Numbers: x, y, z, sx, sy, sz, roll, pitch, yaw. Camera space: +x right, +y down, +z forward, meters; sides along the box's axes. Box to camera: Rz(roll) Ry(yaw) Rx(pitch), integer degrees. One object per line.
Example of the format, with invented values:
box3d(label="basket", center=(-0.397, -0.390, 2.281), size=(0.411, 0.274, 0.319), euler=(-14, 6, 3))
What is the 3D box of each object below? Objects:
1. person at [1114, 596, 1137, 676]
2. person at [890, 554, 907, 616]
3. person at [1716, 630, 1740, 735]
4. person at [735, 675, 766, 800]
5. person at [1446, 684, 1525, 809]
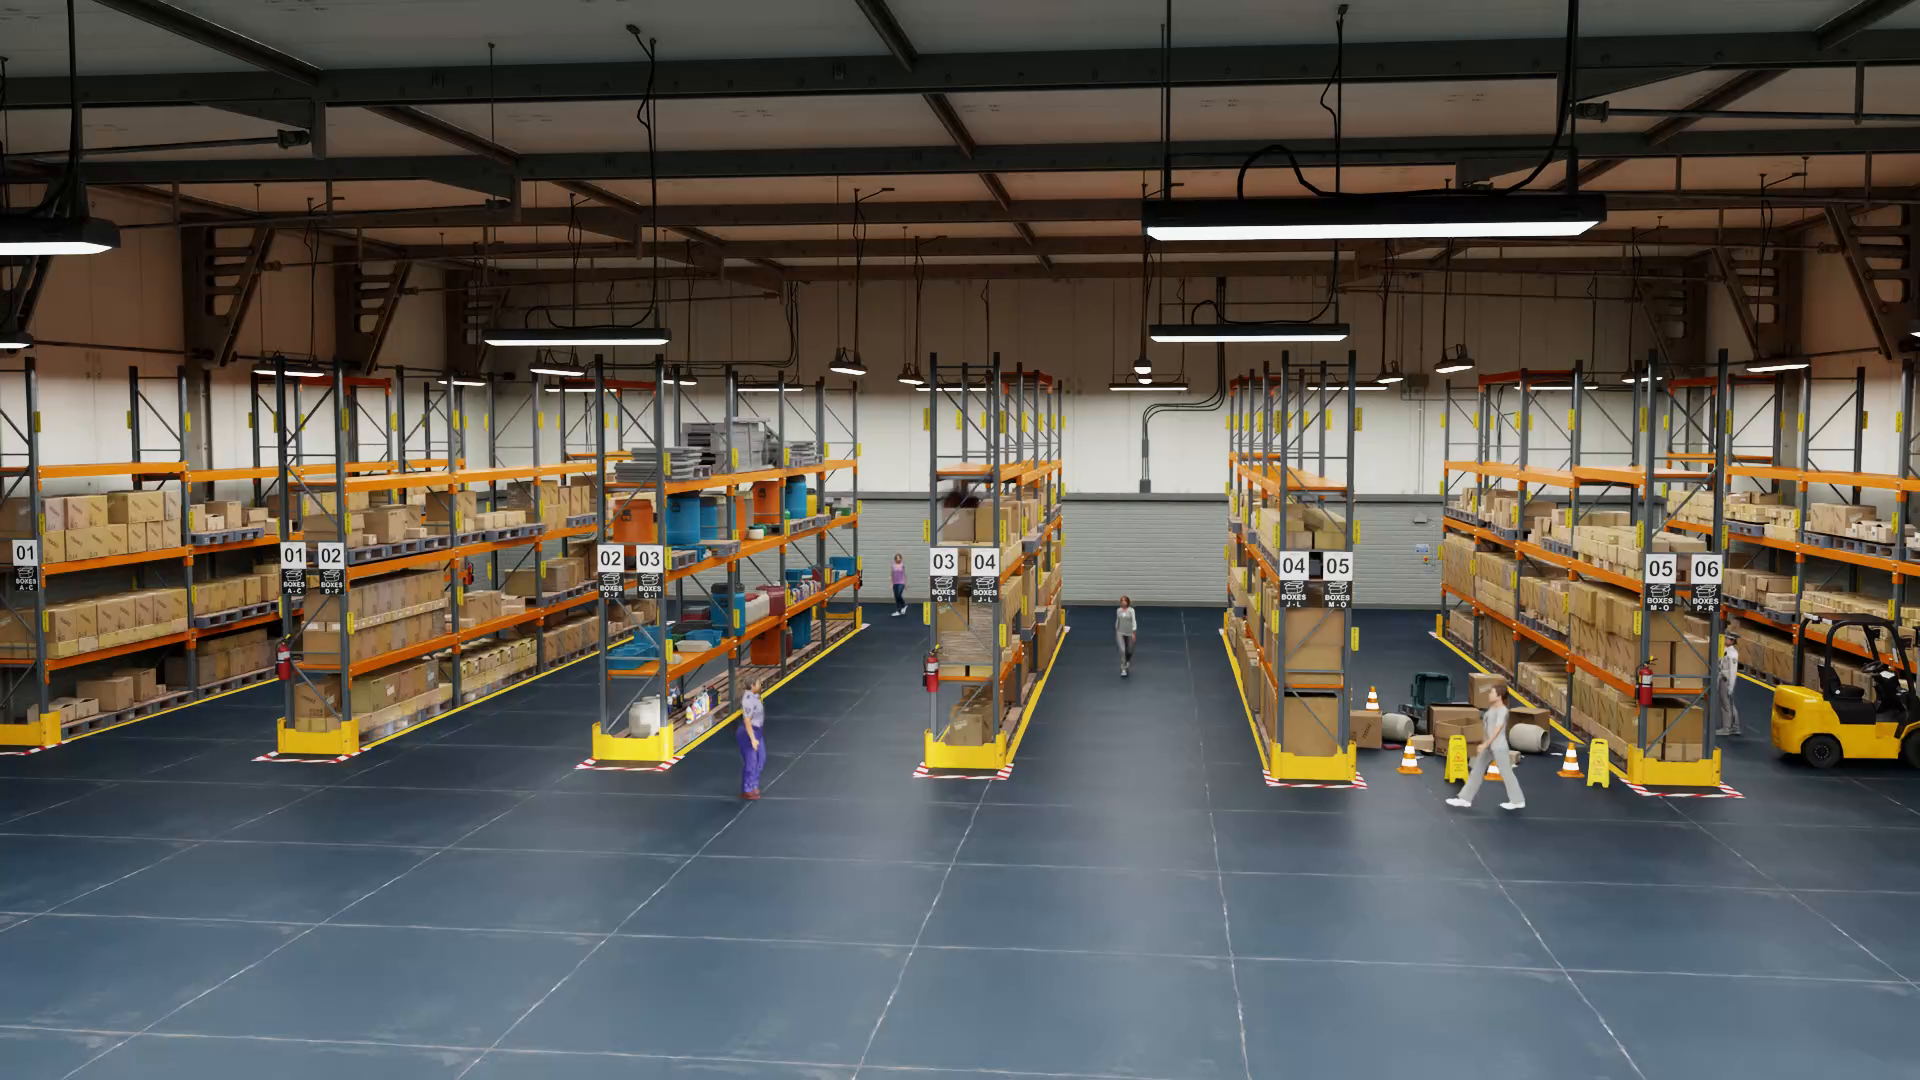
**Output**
box3d(label="person", center=(3.277, 1.876, 32.985), size=(0.436, 1.556, 0.703), euler=(0, 4, -1))
box3d(label="person", center=(-1.606, 1.153, 42.911), size=(0.413, 1.602, 0.409), euler=(3, 5, 37))
box3d(label="person", center=(12.301, 2.282, 26.648), size=(0.412, 1.694, 0.510), euler=(2, 5, 31))
box3d(label="person", center=(-2.797, 2.655, 22.230), size=(0.374, 1.717, 0.560), euler=(1, 4, 7))
box3d(label="person", center=(6.802, 2.660, 21.372), size=(0.968, 1.611, 0.453), euler=(0, 4, -5))
